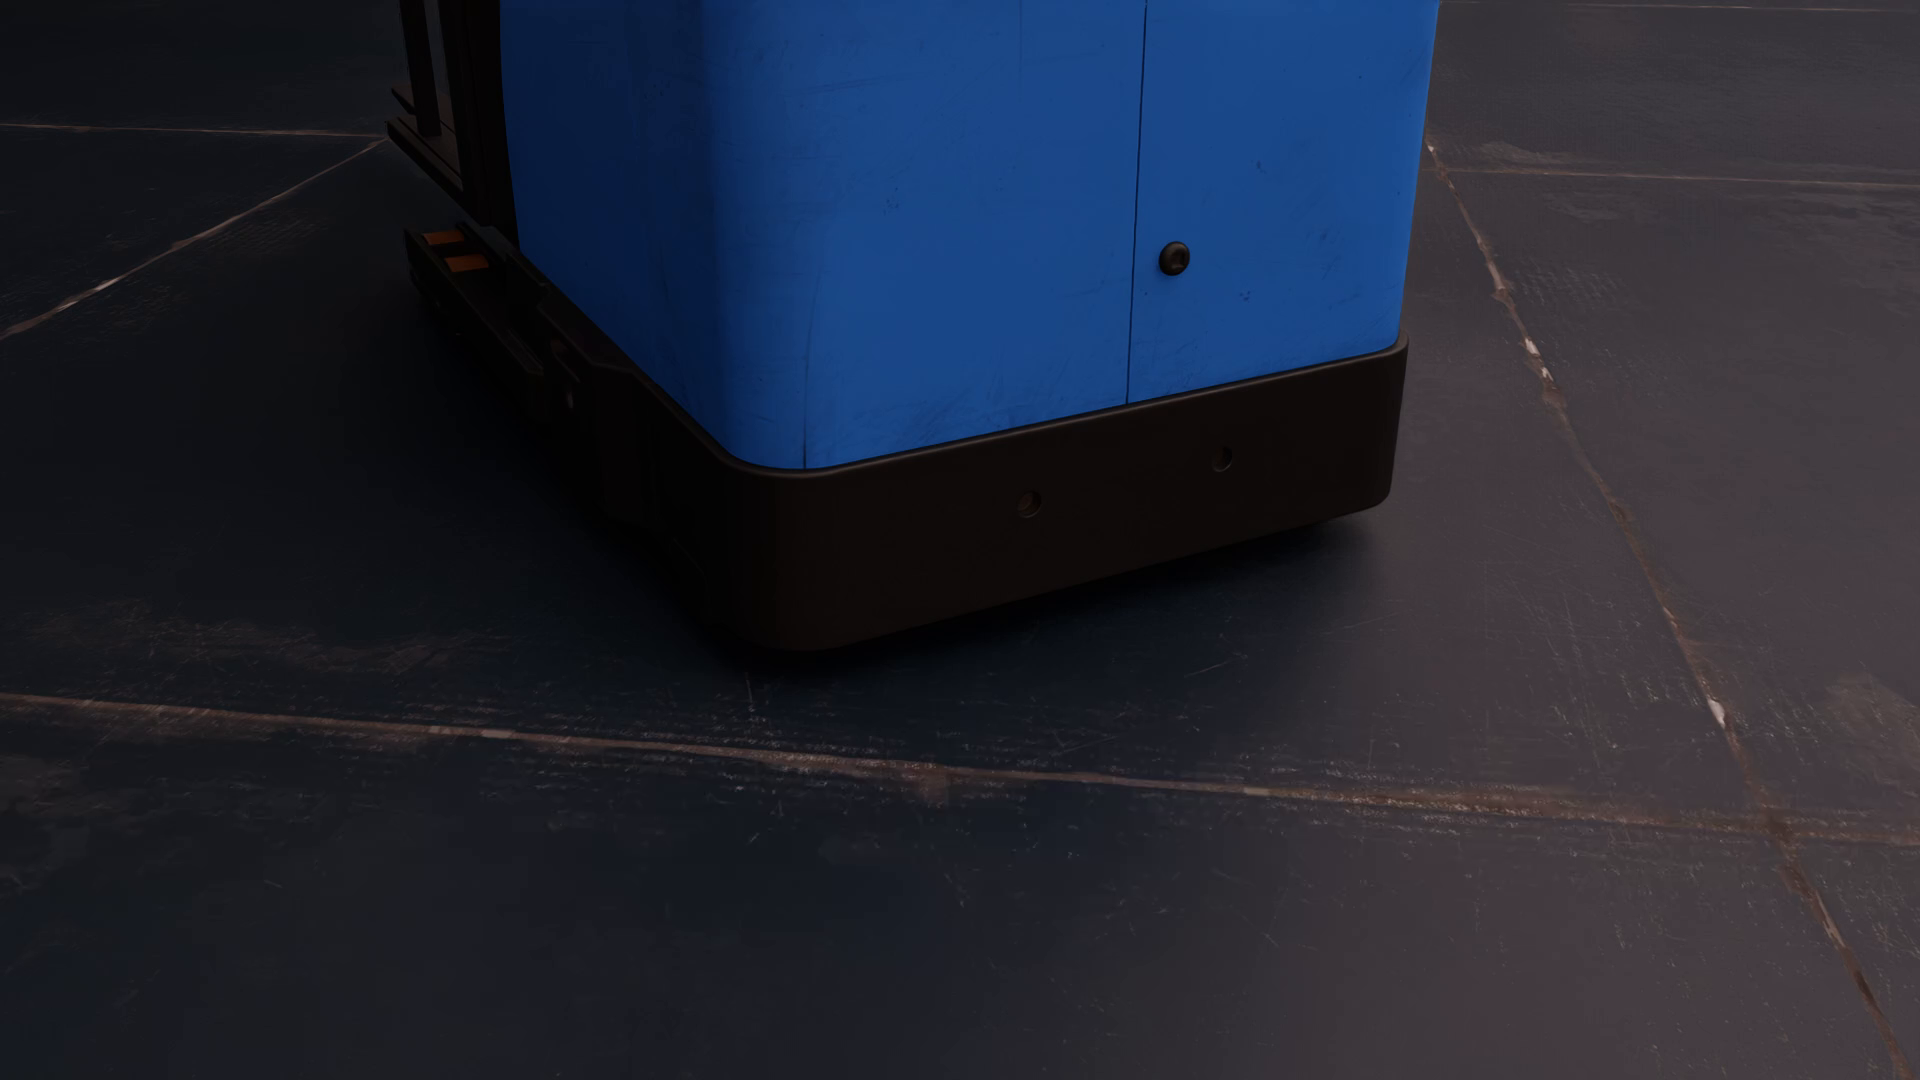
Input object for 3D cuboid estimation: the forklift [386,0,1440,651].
[{"bbox_3d":[-0.494,-1.798,2.820,1.130,2.935,3.031,-13,30,-25],"label":"forklift"}]
